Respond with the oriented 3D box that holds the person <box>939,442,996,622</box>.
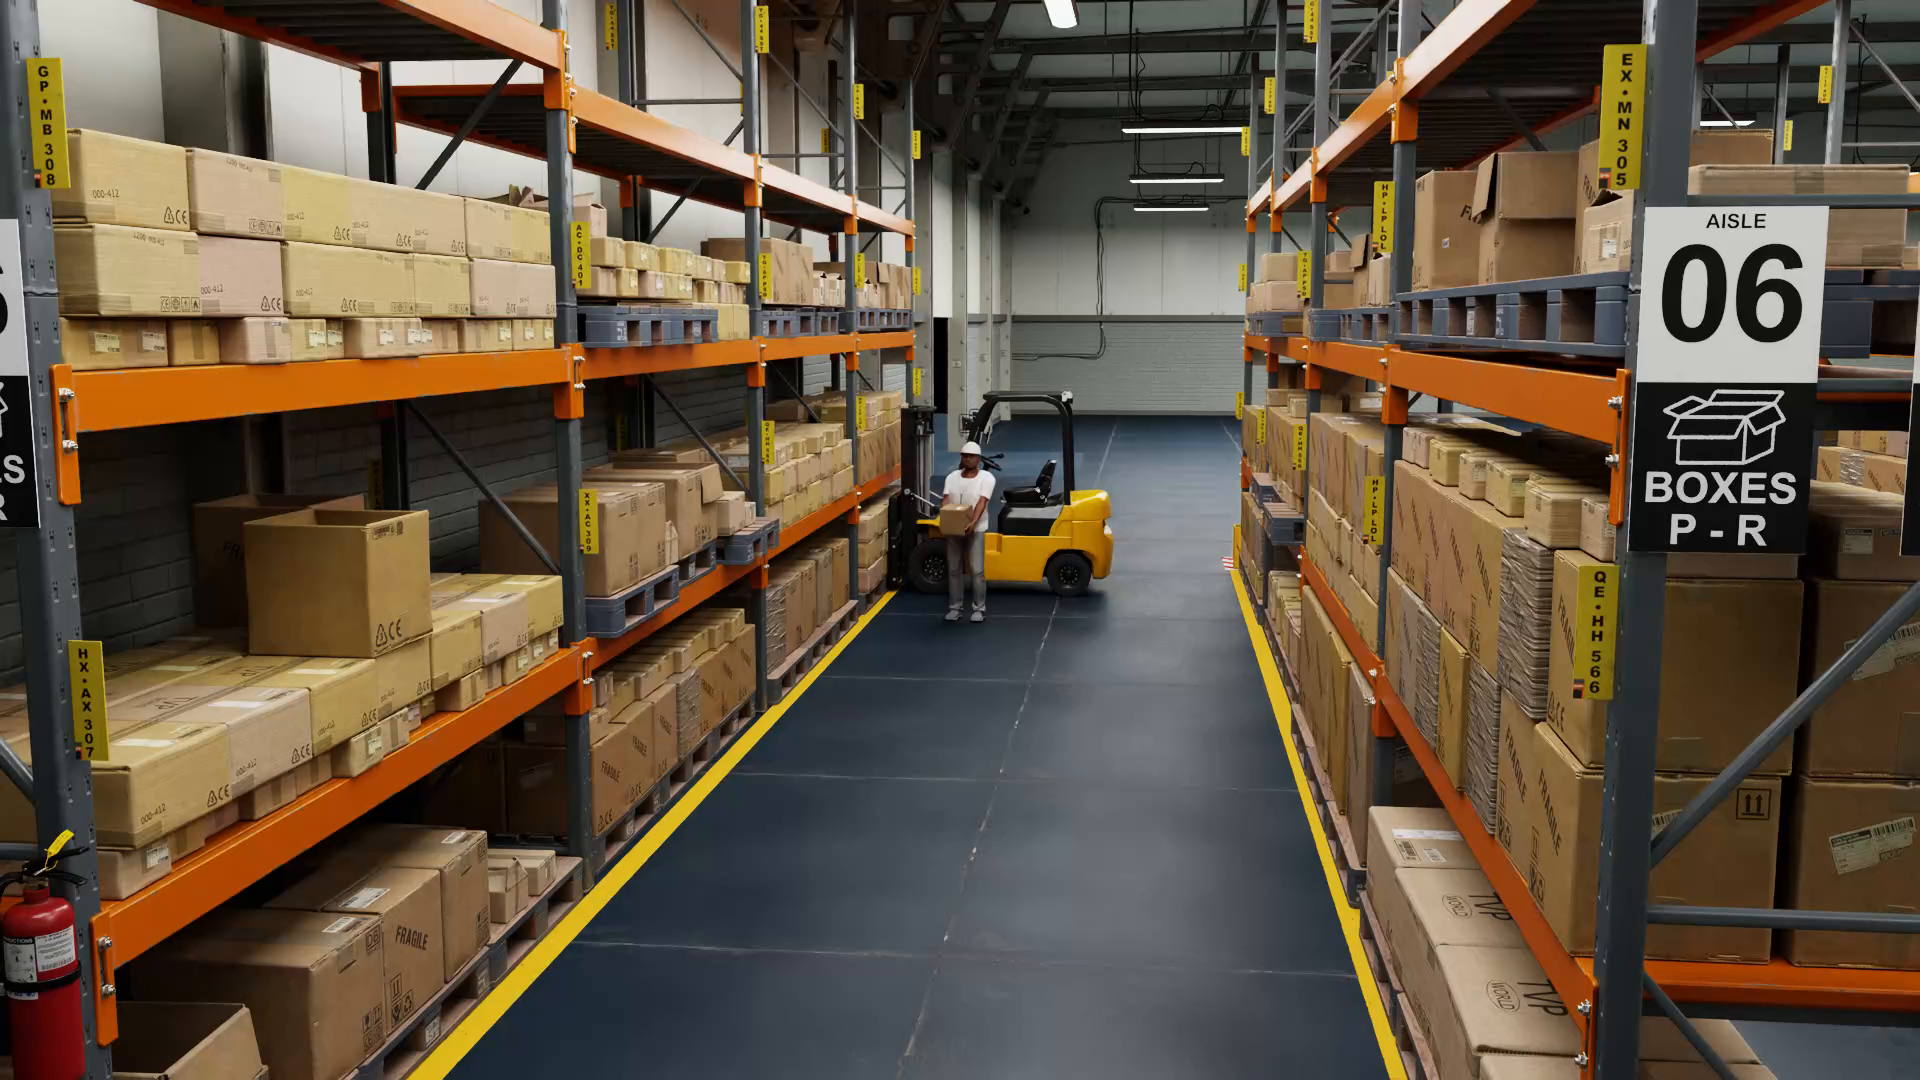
[{"bbox_3d":[0.046,-0.072,16.264,0.504,1.760,0.584,3,8,21],"label":"person"}]
